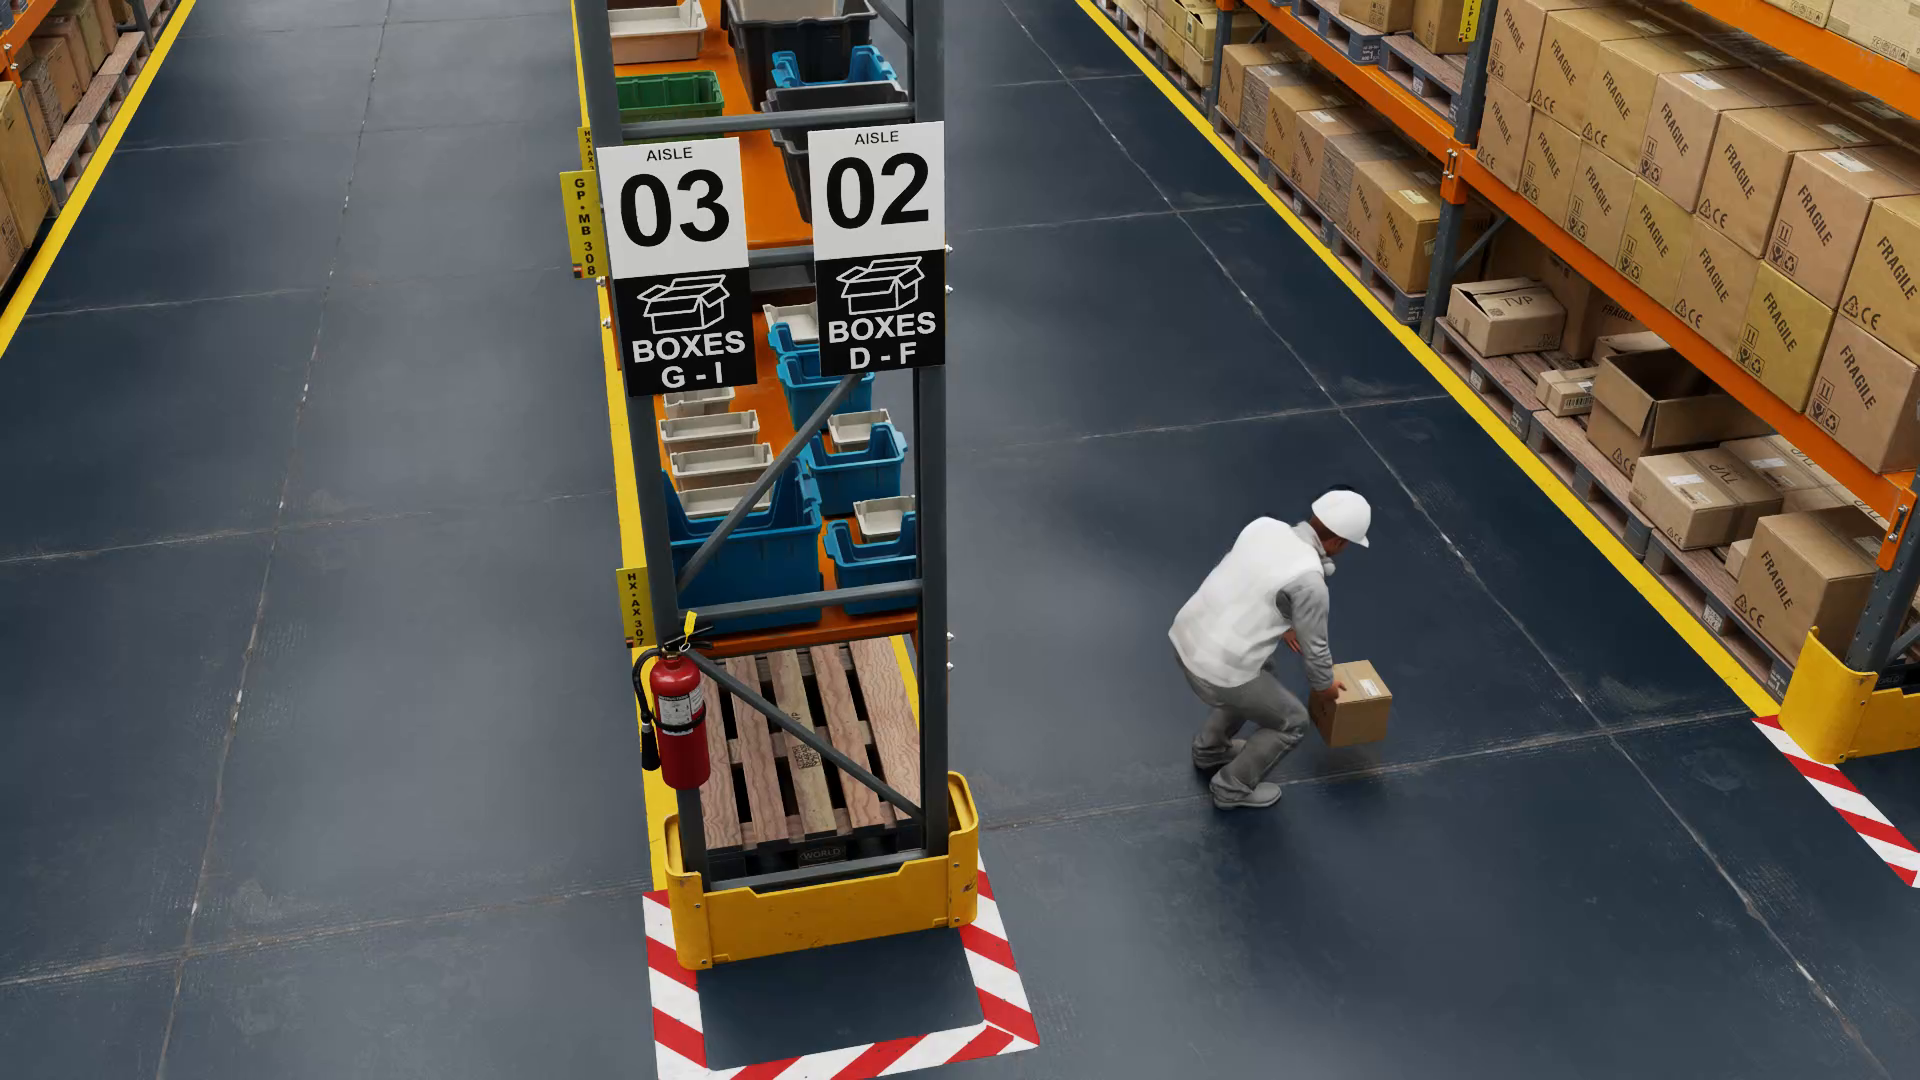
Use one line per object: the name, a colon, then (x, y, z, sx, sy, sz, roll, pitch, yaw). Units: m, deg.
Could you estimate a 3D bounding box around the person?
person: (1.248, 0.426, 6.839, 0.784, 1.392, 0.591, -7, 35, -10)
